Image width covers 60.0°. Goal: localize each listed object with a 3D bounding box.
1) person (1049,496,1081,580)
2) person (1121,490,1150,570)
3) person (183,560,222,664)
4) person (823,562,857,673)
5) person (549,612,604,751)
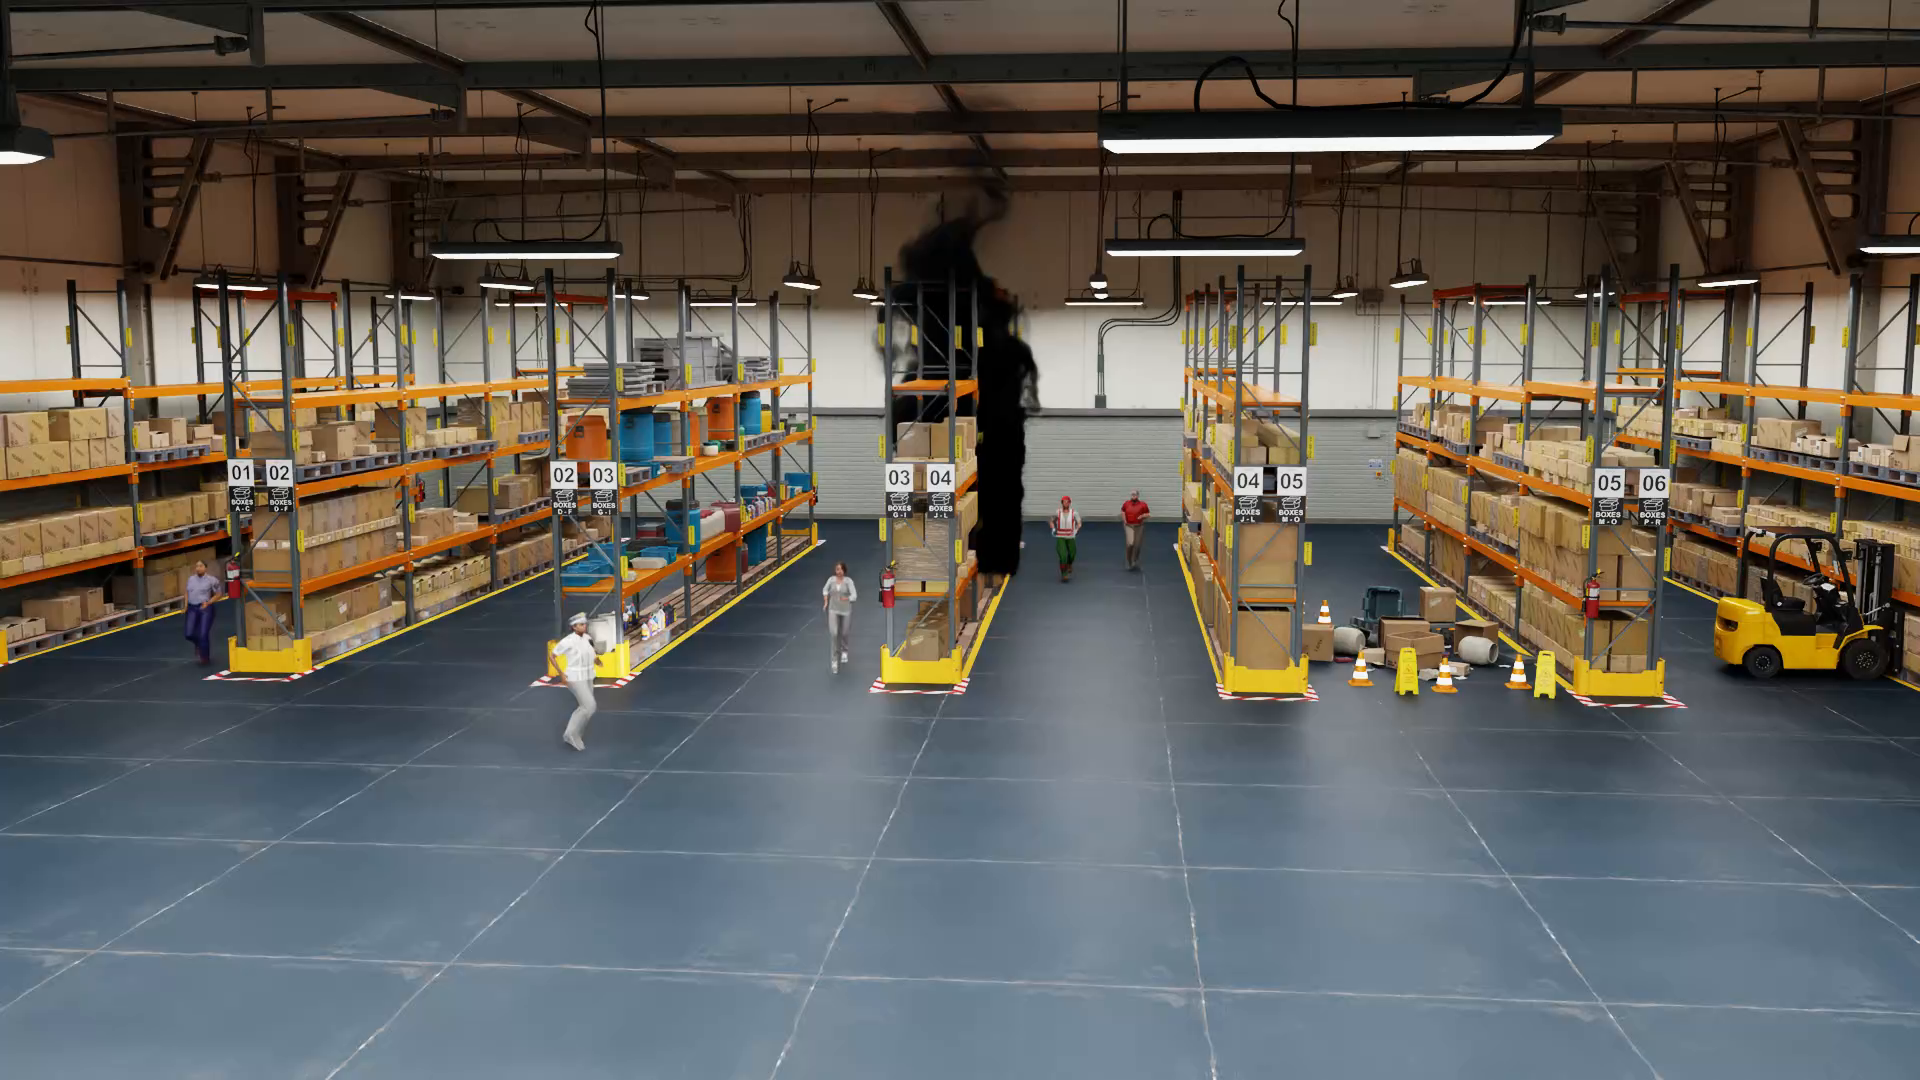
[{"bbox_3d":[2.187,-0.051,34.527,0.659,1.742,0.708,0,7,2],"label":"person"},{"bbox_3d":[3.795,-0.196,36.017,0.626,1.783,0.747,1,7,7],"label":"person"},{"bbox_3d":[-11.716,1.108,25.674,0.583,1.583,0.527,0,7,-3],"label":"person"},{"bbox_3d":[-1.820,1.134,25.203,0.515,1.636,0.757,0,7,-2],"label":"person"},{"bbox_3d":[-4.595,1.724,20.214,0.666,1.685,0.546,3,8,25],"label":"person"}]
